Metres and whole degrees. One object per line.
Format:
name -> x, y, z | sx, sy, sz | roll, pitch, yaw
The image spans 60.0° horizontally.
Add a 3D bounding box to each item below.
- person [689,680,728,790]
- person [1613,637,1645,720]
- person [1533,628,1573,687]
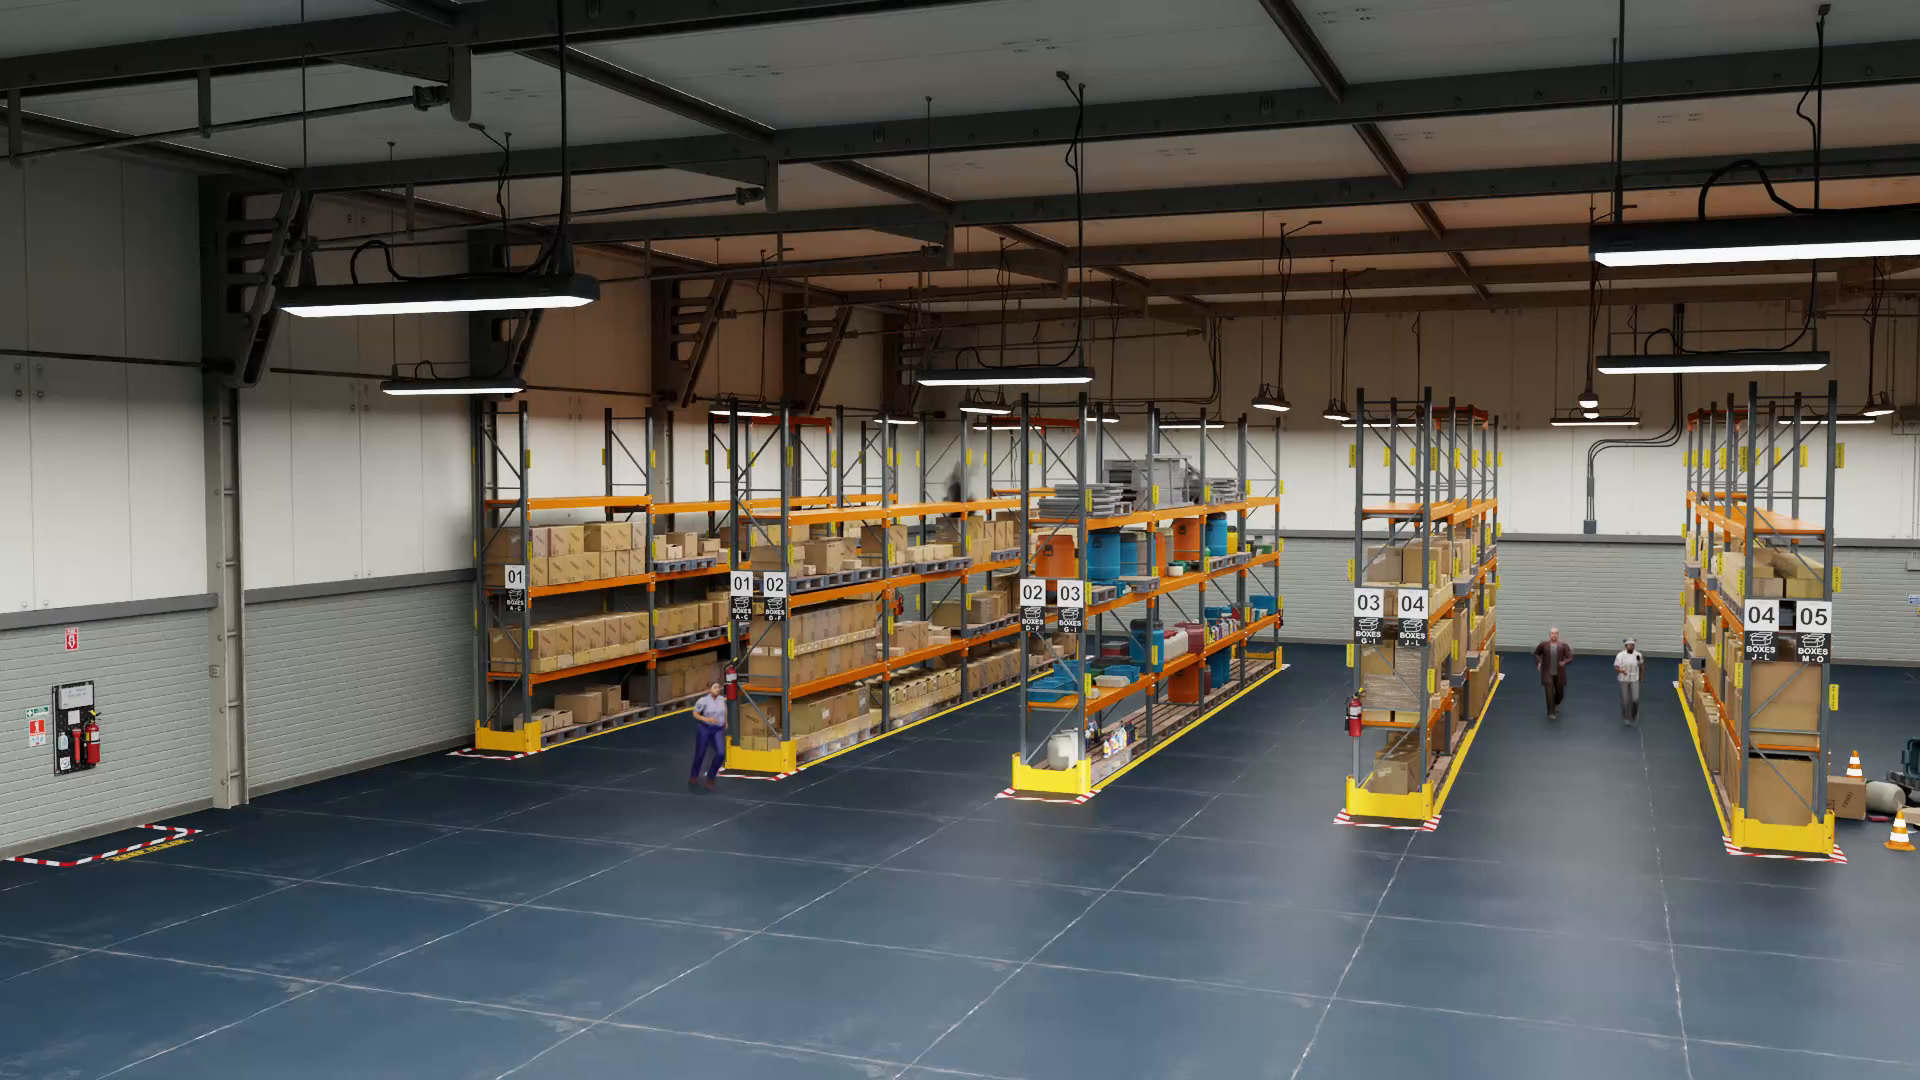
person -> -3.796, 2.978, 25.386 | 0.665, 1.650, 0.707 | -2, 3, -31
person -> 12.489, 2.594, 31.015 | 0.572, 1.585, 0.683 | 1, 3, 17
person -> 11.400, 2.270, 31.959 | 0.719, 1.135, 0.564 | 1, 3, 16
